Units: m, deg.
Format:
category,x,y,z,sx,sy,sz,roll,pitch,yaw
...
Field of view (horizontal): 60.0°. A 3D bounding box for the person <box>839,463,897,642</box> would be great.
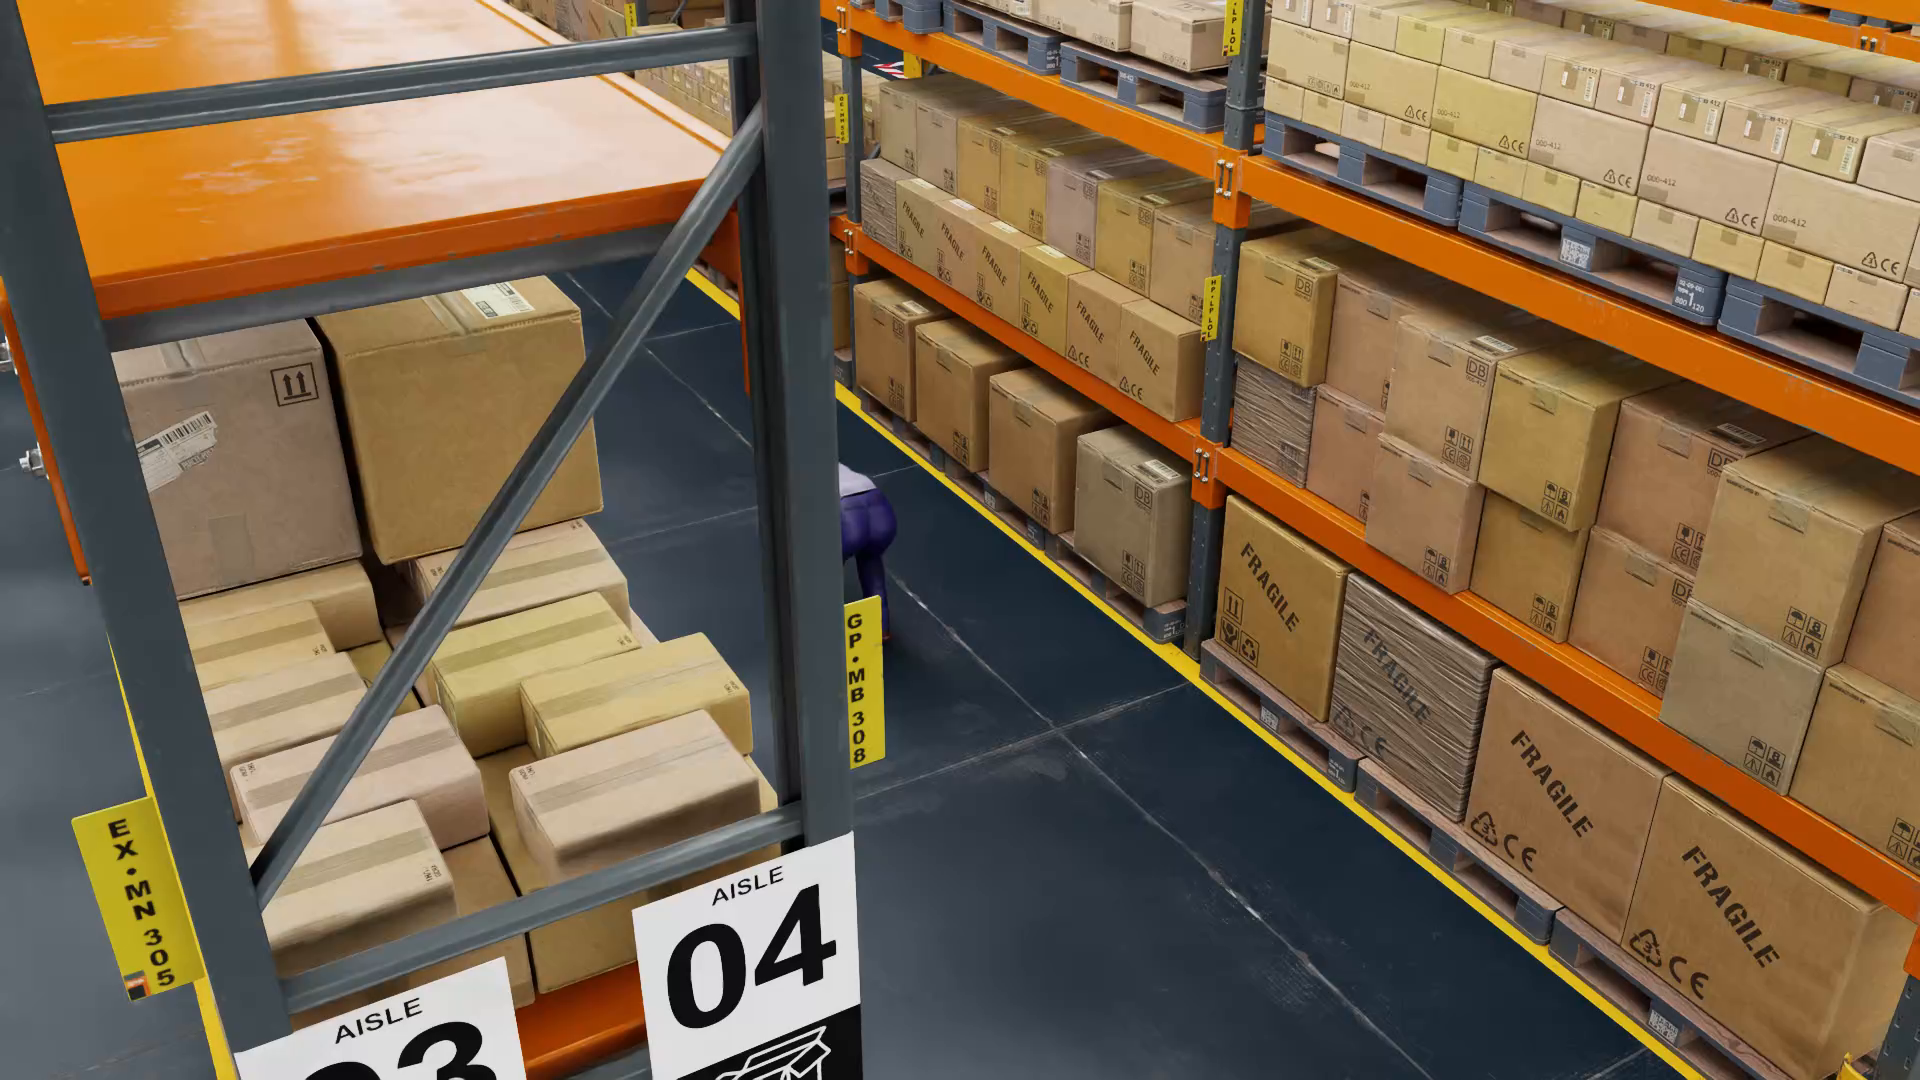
category,x,y,z,sx,sy,sz,roll,pitch,yaw
person,-0.704,0.039,9.180,0.486,0.989,0.911,-17,34,-28
